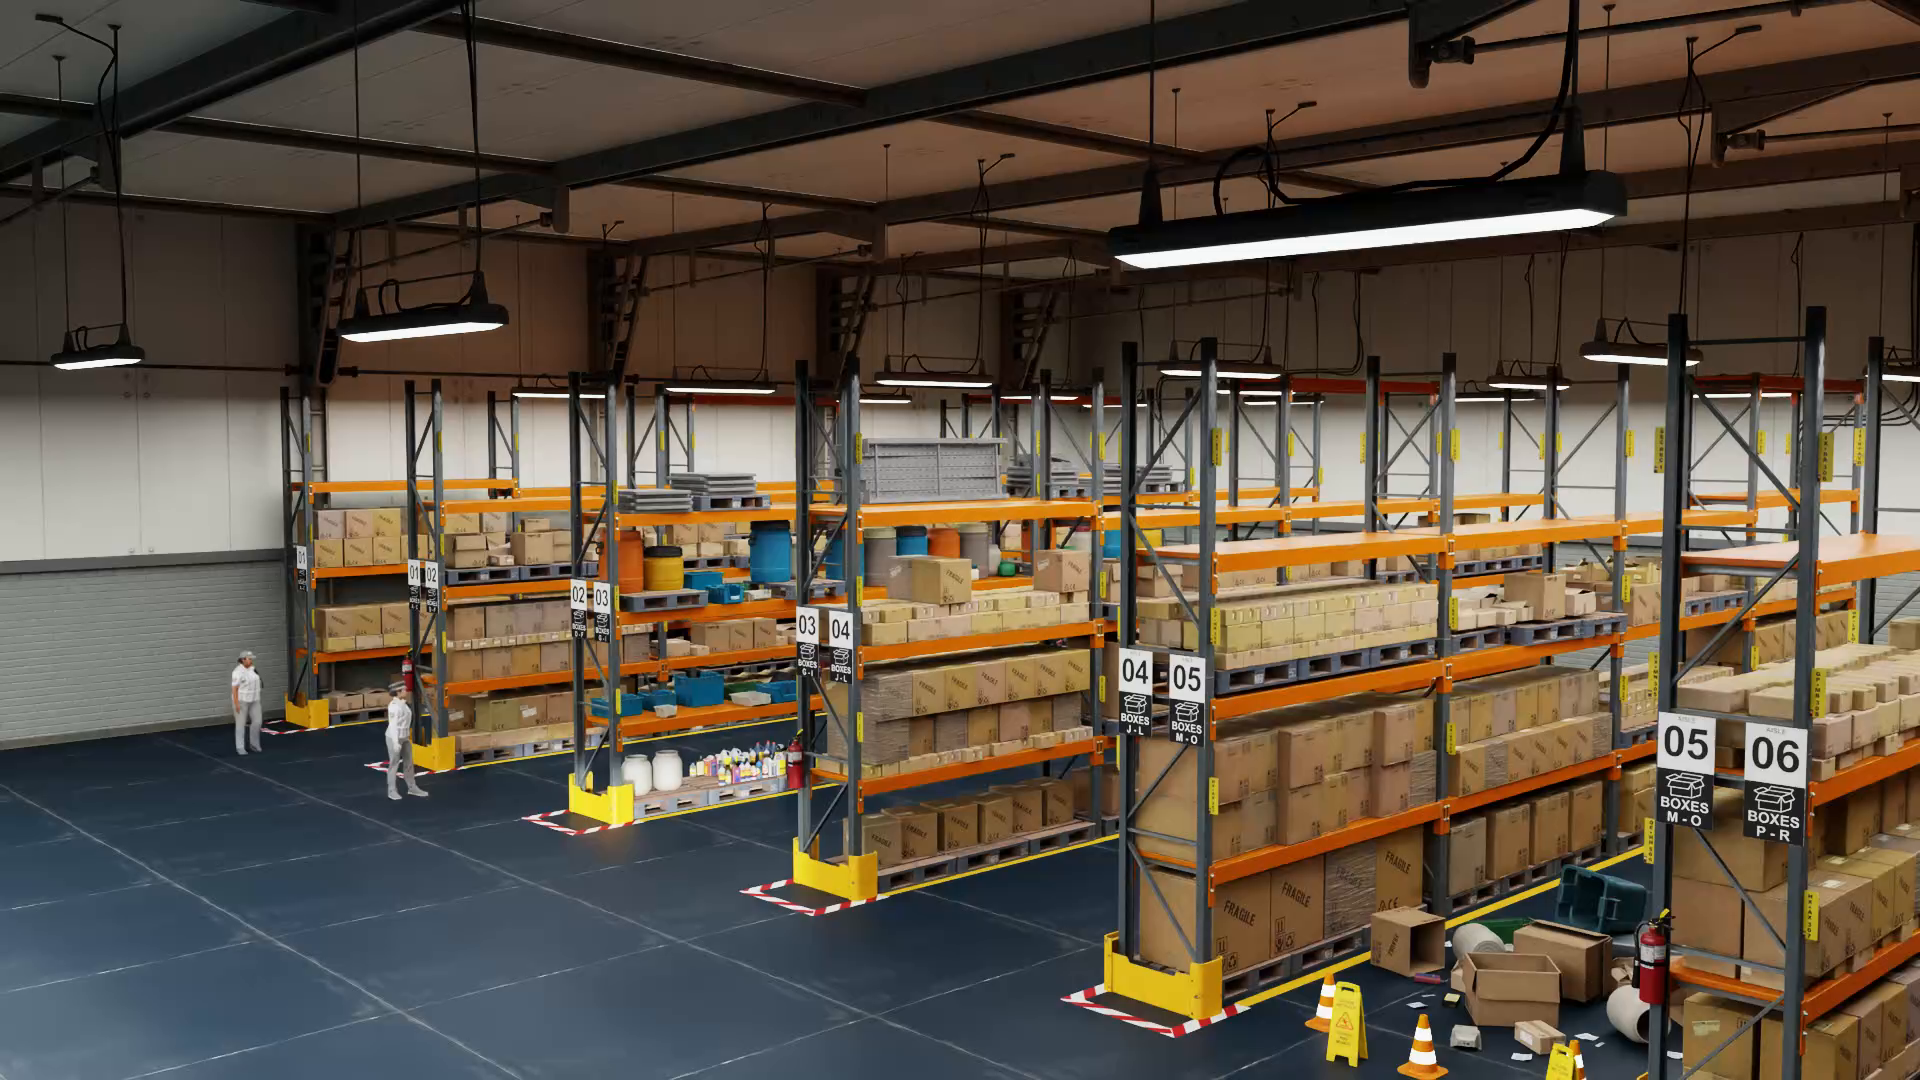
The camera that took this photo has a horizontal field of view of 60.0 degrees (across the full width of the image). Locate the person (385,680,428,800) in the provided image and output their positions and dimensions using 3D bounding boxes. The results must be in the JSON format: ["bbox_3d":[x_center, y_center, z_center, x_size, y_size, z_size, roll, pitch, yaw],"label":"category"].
[{"bbox_3d":[-7.883,2.828,23.571,0.487,1.690,0.549,1,4,8],"label":"person"}]

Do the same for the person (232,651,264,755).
[{"bbox_3d":[-11.560,2.661,26.925,0.404,1.748,0.560,2,4,27],"label":"person"}]
